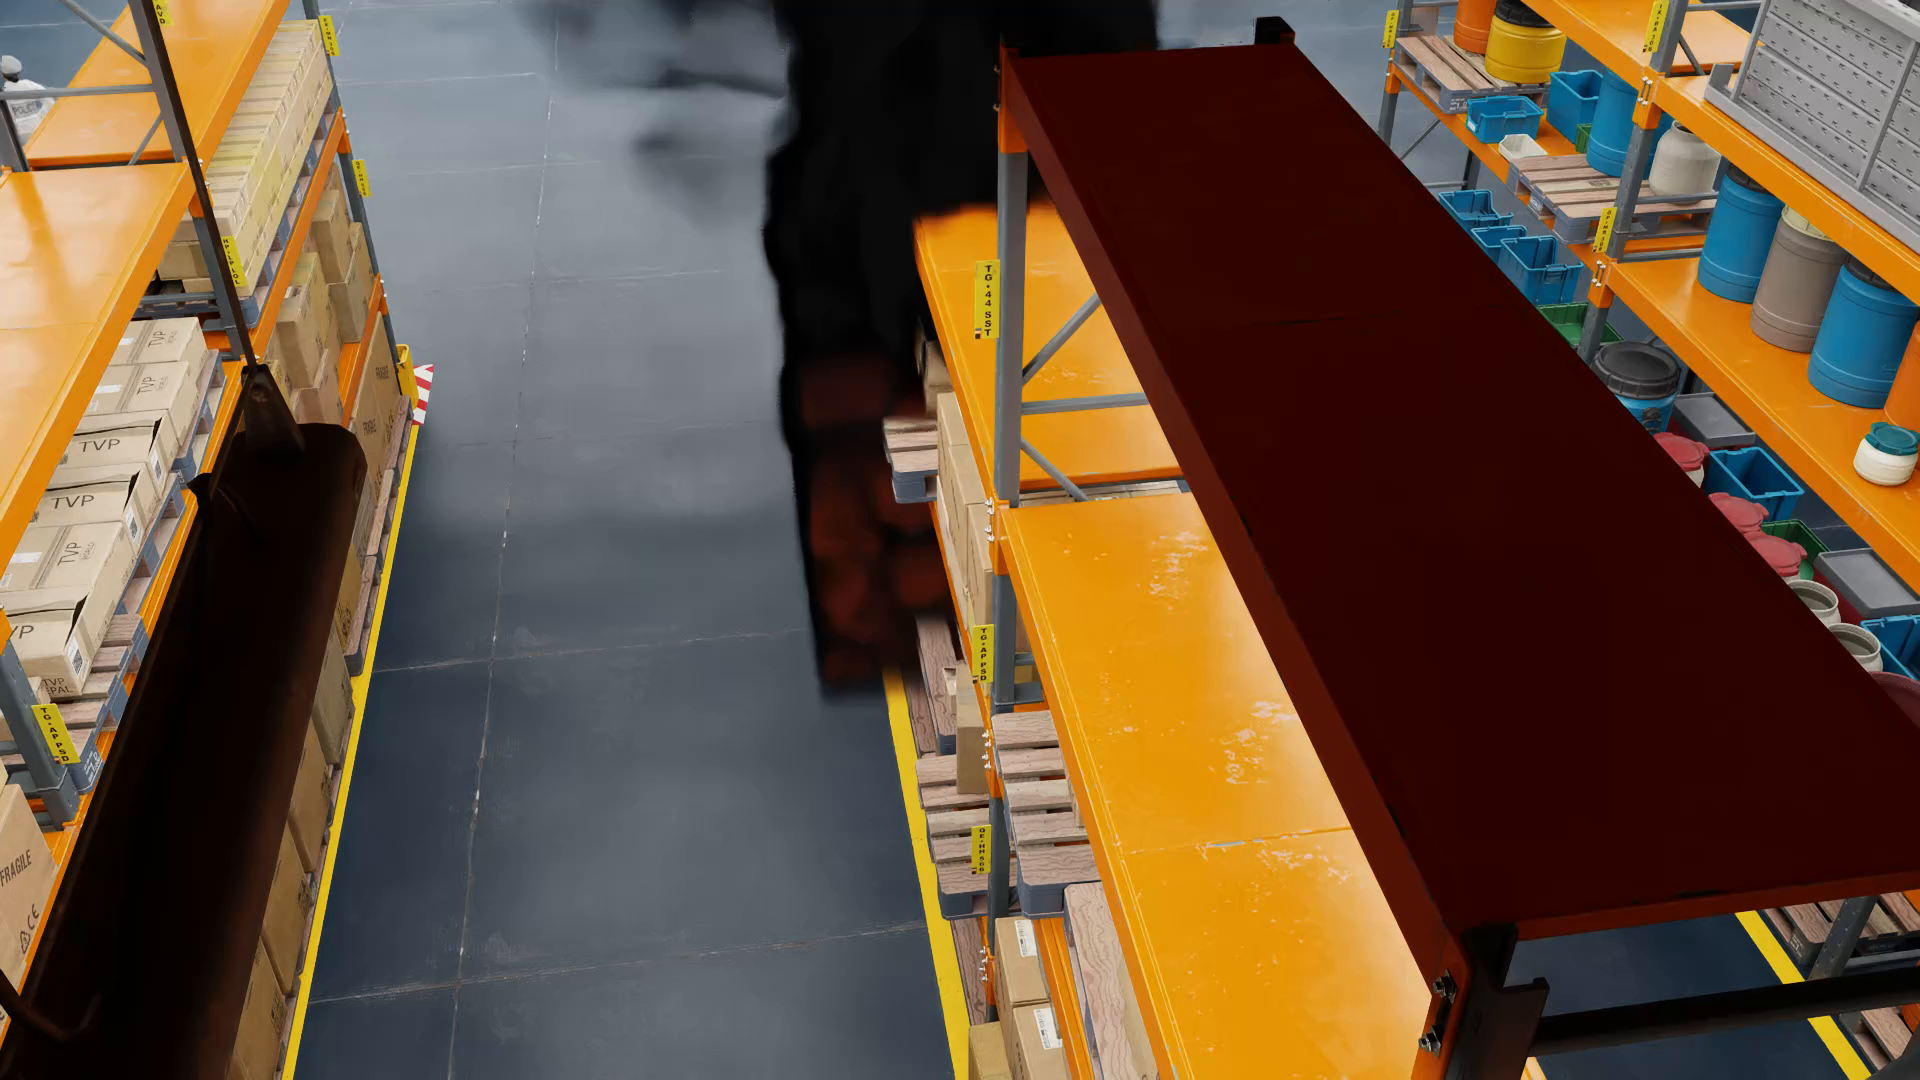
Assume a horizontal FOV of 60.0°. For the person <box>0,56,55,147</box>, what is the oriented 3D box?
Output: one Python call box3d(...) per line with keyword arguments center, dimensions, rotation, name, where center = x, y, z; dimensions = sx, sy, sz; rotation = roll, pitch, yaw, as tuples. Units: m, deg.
box3d(center=(-10.184, -4.488, 18.164), dimensions=(0.561, 1.651, 0.611), rotation=(25, 43, 30), name="person")
